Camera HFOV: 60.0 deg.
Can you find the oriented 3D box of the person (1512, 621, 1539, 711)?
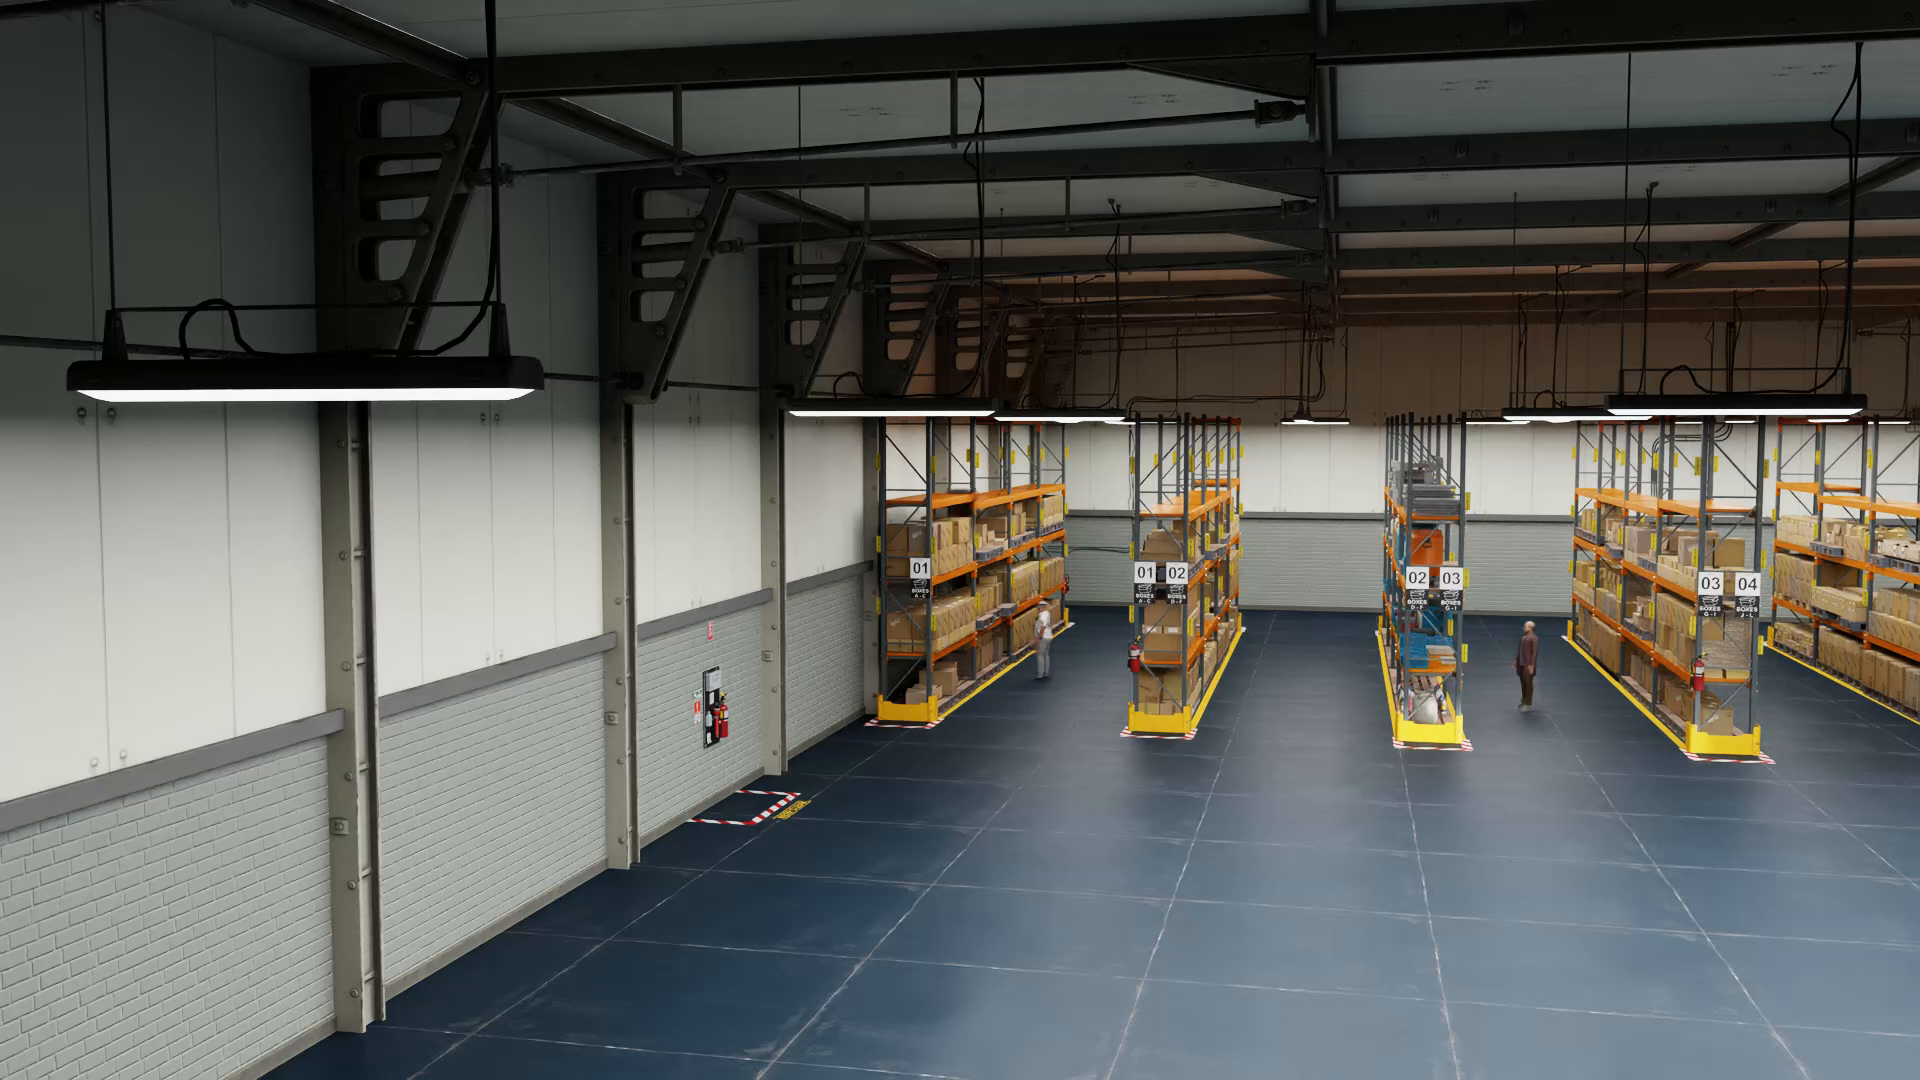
[{"bbox_3d":[11.493,2.555,33.834,0.601,1.806,0.606,-2,4,-28],"label":"person"}]

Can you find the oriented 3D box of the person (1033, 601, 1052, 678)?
[{"bbox_3d":[1.873,2.277,37.923,0.427,1.764,0.559,1,4,16],"label":"person"}]
